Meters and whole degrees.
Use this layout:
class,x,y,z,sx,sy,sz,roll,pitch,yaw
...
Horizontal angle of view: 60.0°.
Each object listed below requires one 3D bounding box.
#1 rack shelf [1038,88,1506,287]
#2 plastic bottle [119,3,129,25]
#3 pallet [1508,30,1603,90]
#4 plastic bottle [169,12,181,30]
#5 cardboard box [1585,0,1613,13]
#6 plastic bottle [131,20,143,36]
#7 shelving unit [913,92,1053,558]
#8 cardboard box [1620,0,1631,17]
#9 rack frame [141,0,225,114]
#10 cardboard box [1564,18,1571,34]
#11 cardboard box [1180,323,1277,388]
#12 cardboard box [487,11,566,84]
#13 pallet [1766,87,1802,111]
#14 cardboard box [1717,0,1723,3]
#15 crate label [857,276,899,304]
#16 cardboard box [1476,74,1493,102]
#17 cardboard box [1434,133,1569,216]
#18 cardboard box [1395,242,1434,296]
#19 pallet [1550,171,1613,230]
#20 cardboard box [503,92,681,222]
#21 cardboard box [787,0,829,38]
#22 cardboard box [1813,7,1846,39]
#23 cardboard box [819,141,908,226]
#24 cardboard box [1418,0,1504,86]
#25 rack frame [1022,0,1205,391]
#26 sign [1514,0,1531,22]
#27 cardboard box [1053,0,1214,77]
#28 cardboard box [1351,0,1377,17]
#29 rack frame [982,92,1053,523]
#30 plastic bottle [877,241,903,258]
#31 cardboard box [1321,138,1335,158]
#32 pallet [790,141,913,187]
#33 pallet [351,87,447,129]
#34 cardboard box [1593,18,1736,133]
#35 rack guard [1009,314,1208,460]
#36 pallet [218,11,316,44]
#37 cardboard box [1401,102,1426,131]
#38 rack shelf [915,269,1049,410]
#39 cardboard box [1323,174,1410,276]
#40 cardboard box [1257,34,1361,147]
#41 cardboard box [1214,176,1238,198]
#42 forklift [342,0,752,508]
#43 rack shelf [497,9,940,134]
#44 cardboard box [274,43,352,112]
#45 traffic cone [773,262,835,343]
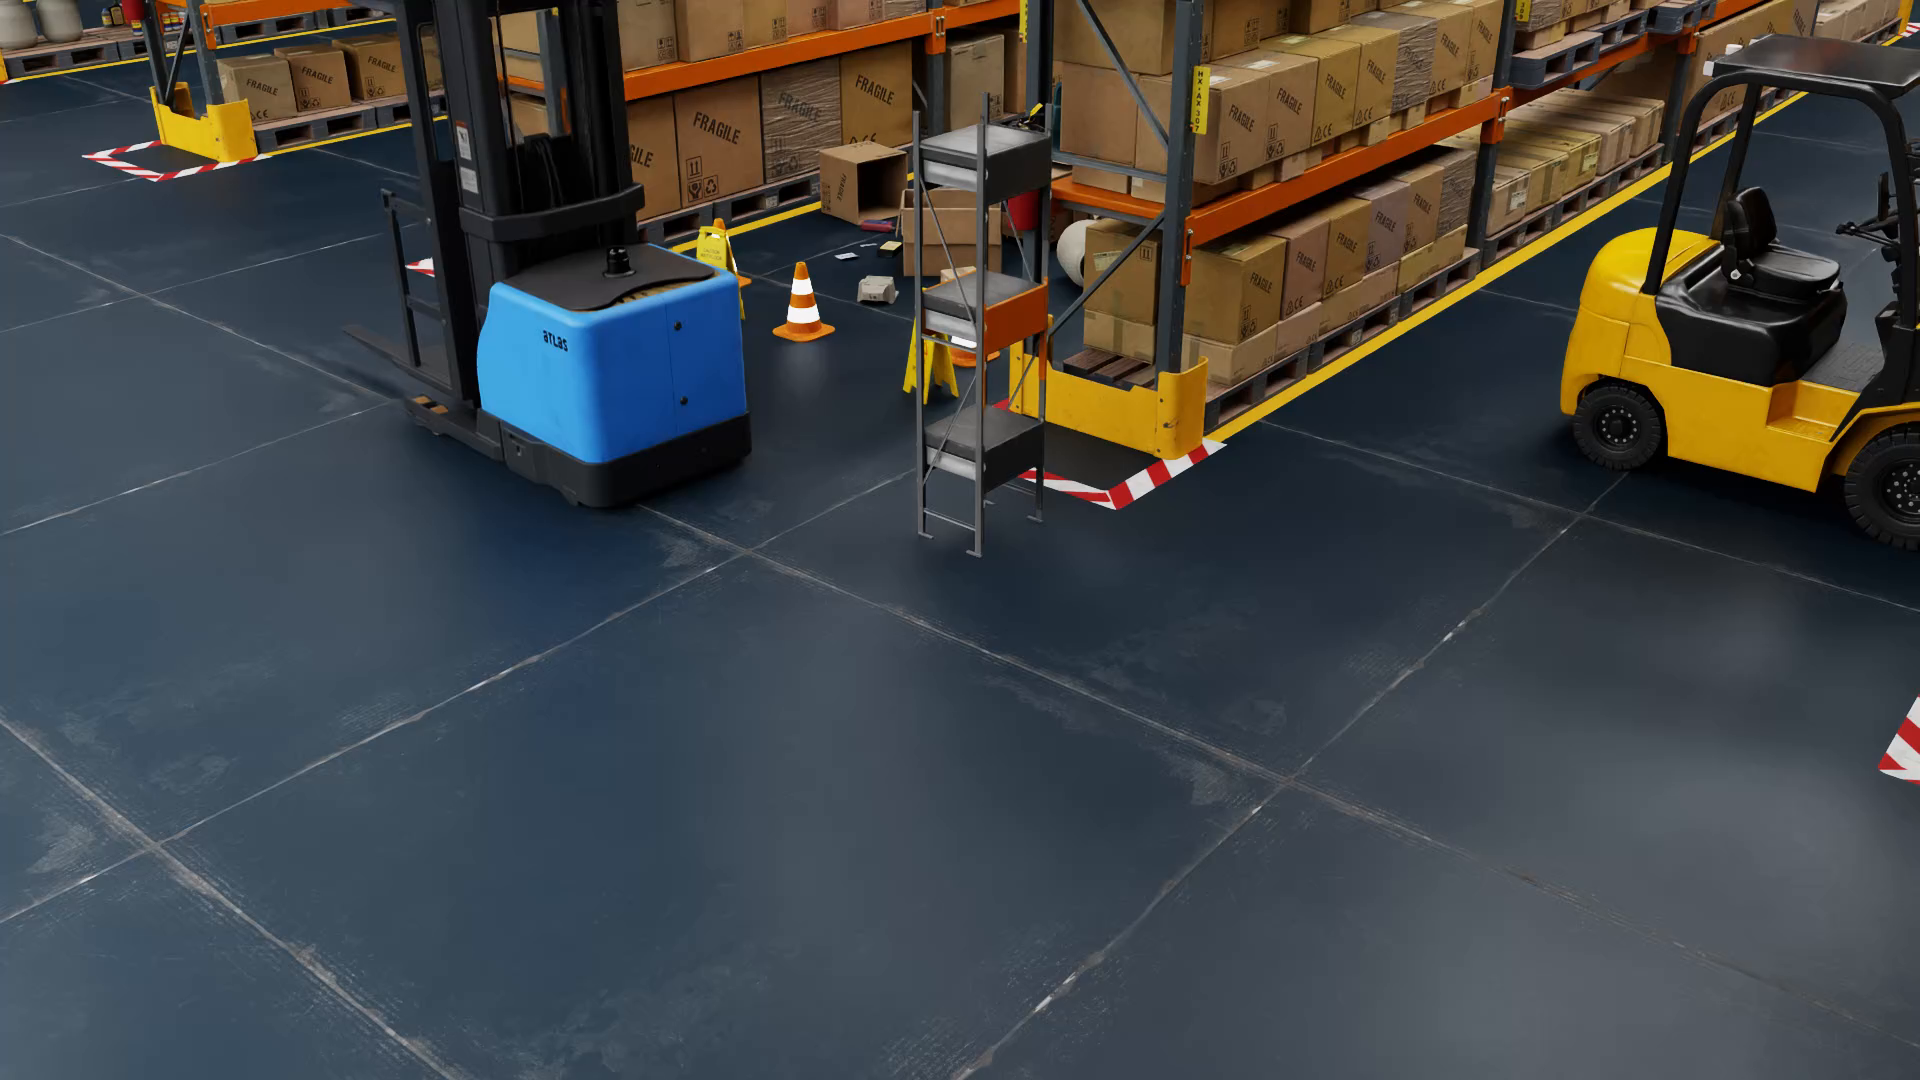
class,x,y,z,sx,sy,sz,roll,pitch,yaw
rack shelf,2.045,-2.352,10.315,1.077,0.370,4.000,21,34,34
plastic bottle,-9.685,-6.152,19.364,0.152,0.276,0.135,21,34,35
pallet,3.915,-3.524,12.006,1.003,0.211,1.213,21,34,34
plastic bottle,-9.021,-5.999,19.071,0.097,0.271,0.097,0,27,0
cardboard box,4.480,-4.175,12.166,0.500,0.500,0.500,21,34,34
plastic bottle,-9.302,-5.842,18.768,0.097,0.271,0.097,0,27,0
shelving unit,0.105,-0.991,7.881,0.431,2.100,0.503,21,34,34
cardboard box,4.910,-4.116,12.759,0.380,0.149,0.250,20,33,33
rack frame,-6.874,-4.859,14.377,1.000,3.000,0.127,21,34,34
cardboard box,4.199,-3.768,12.085,0.380,0.149,0.250,23,35,37
cardboard box,1.499,-1.133,9.711,0.500,0.250,0.500,20,34,34
cardboard box,-2.910,-3.585,11.751,0.875,0.550,0.550,21,34,34
pallet,7.973,-4.683,17.072,1.003,0.211,1.213,21,34,34
cardboard box,6.367,-4.832,14.489,0.500,0.250,0.500,20,33,34
crate label,-0.570,-1.721,11.428,0.250,0.136,0.298,4,28,8
cardboard box,3.348,-3.066,11.185,0.380,0.149,0.250,20,34,34
cardboard box,4.103,-2.843,12.883,0.950,0.372,0.625,23,35,37
cardboard box,2.817,-1.866,11.128,0.500,0.250,0.500,20,33,33
pallet,4.587,-2.853,13.535,1.003,0.211,1.213,21,34,34
cardboard box,-2.731,-2.876,12.400,0.875,0.875,0.875,21,34,35
cardboard box,-1.559,-4.365,13.260,0.875,0.550,0.550,21,34,34
cardboard box,8.888,-5.457,17.865,0.875,0.438,0.875,20,34,34
cardboard box,-0.762,-2.832,13.177,0.500,0.500,0.500,-21,34,-35
cardboard box,3.226,-3.327,10.984,0.500,0.500,0.500,20,33,33
rack frame,0.773,-1.962,8.779,1.000,3.000,0.127,21,34,34
sign,3.741,-3.609,11.020,0.100,0.325,0.005,21,34,34
cardboard box,0.929,-2.828,8.931,0.700,0.500,0.500,20,33,33
cardboard box,2.188,-3.564,10.353,0.700,0.500,0.500,20,33,33
rack frame,0.261,-1.078,8.048,0.400,2.100,0.015,21,34,34
plastic bottle,-0.508,-2.174,12.386,0.133,0.061,0.283,9,29,17
cardboard box,1.987,-2.364,9.829,0.380,0.149,0.250,22,35,36
pallet,-1.111,-3.306,14.411,1.003,0.211,1.213,21,34,34
pallet,-5.505,-4.355,16.439,1.003,0.211,1.213,21,34,34
cardboard box,6.365,-4.262,15.080,0.875,0.875,0.875,20,34,34
rack guard,0.821,-0.879,9.405,1.175,0.500,0.348,21,34,34
pallet,-8.611,-6.260,20.121,1.003,0.211,1.213,21,34,34
cardboard box,2.704,-2.705,10.487,0.380,0.149,0.250,20,34,34
rack shelf,0.105,-0.979,7.887,0.431,0.518,0.480,21,34,34
cardboard box,2.502,-2.029,10.626,0.500,0.500,0.500,23,35,37
cardboard box,1.938,-2.591,9.562,0.500,0.500,0.500,20,33,33
cardboard box,1.298,-2.004,9.133,0.380,0.149,0.250,21,34,35
forklift,-2.529,-2.042,9.007,3.031,2.935,1.130,25,36,39
rack shelf,-1.839,-3.763,13.042,1.077,0.370,4.000,21,34,34
cardboard box,-6.110,-4.373,15.703,0.500,0.500,0.500,-18,32,-31
traffic cone,-1.022,-1.569,10.779,0.336,0.463,0.334,21,34,34
